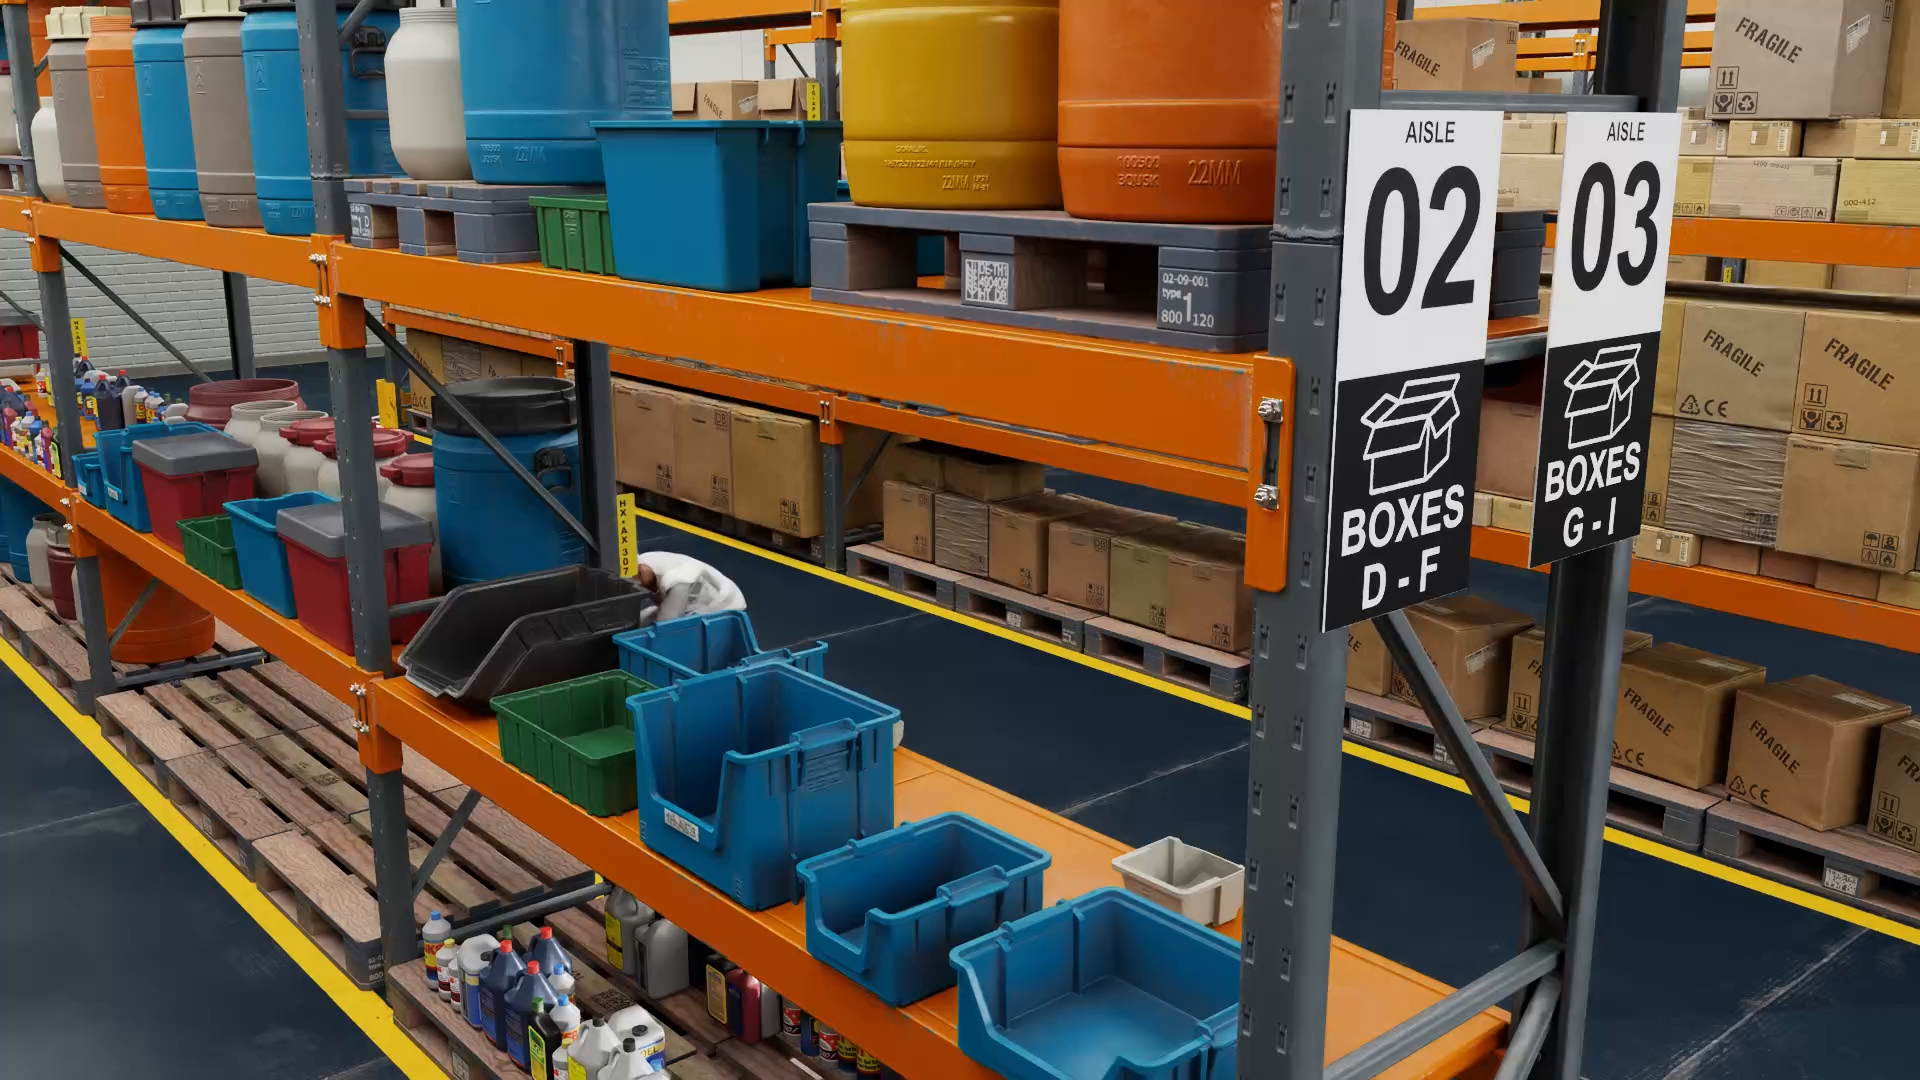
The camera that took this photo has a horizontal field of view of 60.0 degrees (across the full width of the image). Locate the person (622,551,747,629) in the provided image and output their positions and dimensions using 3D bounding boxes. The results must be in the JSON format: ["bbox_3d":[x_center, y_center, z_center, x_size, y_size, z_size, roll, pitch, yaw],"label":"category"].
[{"bbox_3d":[-1.658,0.435,9.582,0.907,0.886,0.576,-12,18,-39],"label":"person"}]
